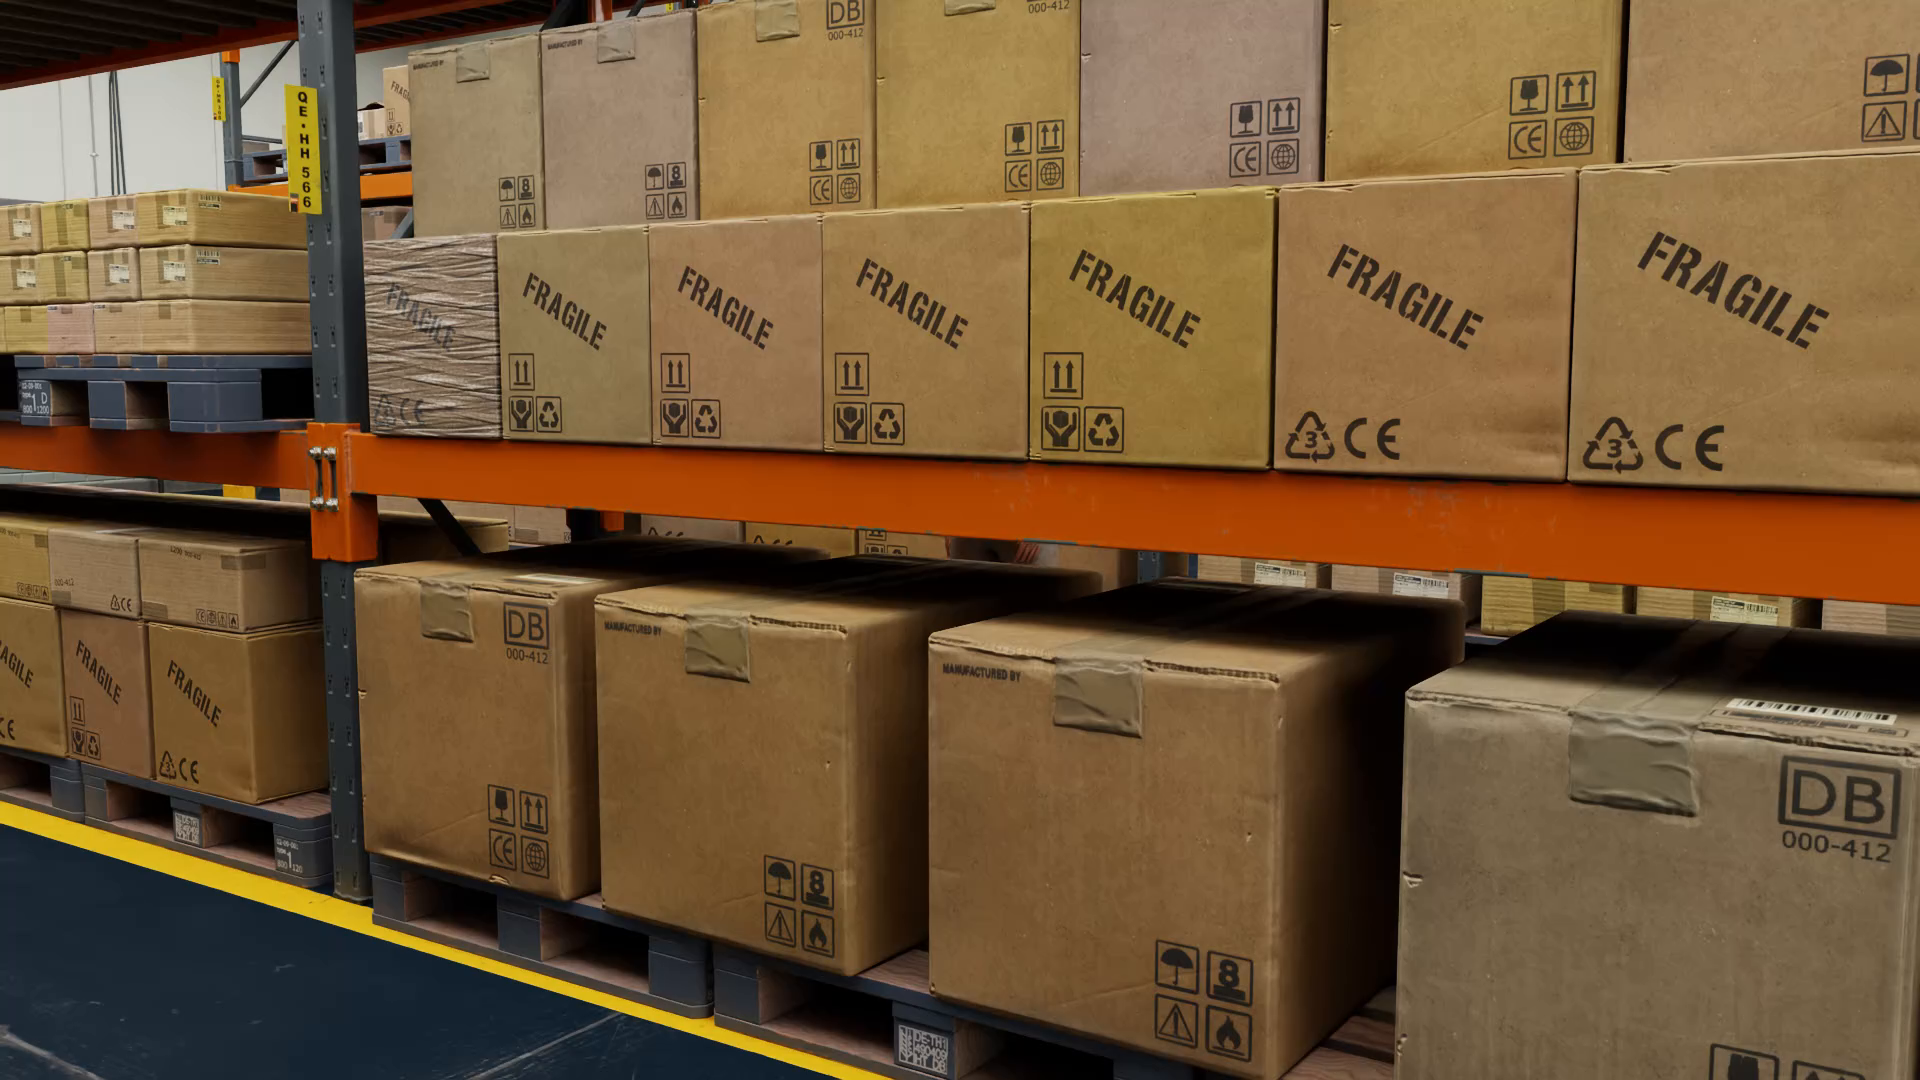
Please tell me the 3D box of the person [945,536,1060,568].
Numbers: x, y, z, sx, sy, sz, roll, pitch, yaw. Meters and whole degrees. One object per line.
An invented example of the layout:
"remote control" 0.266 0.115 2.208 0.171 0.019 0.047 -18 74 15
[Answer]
"person" 0.142 -0.039 6.179 0.534 1.737 0.393 4 8 34
